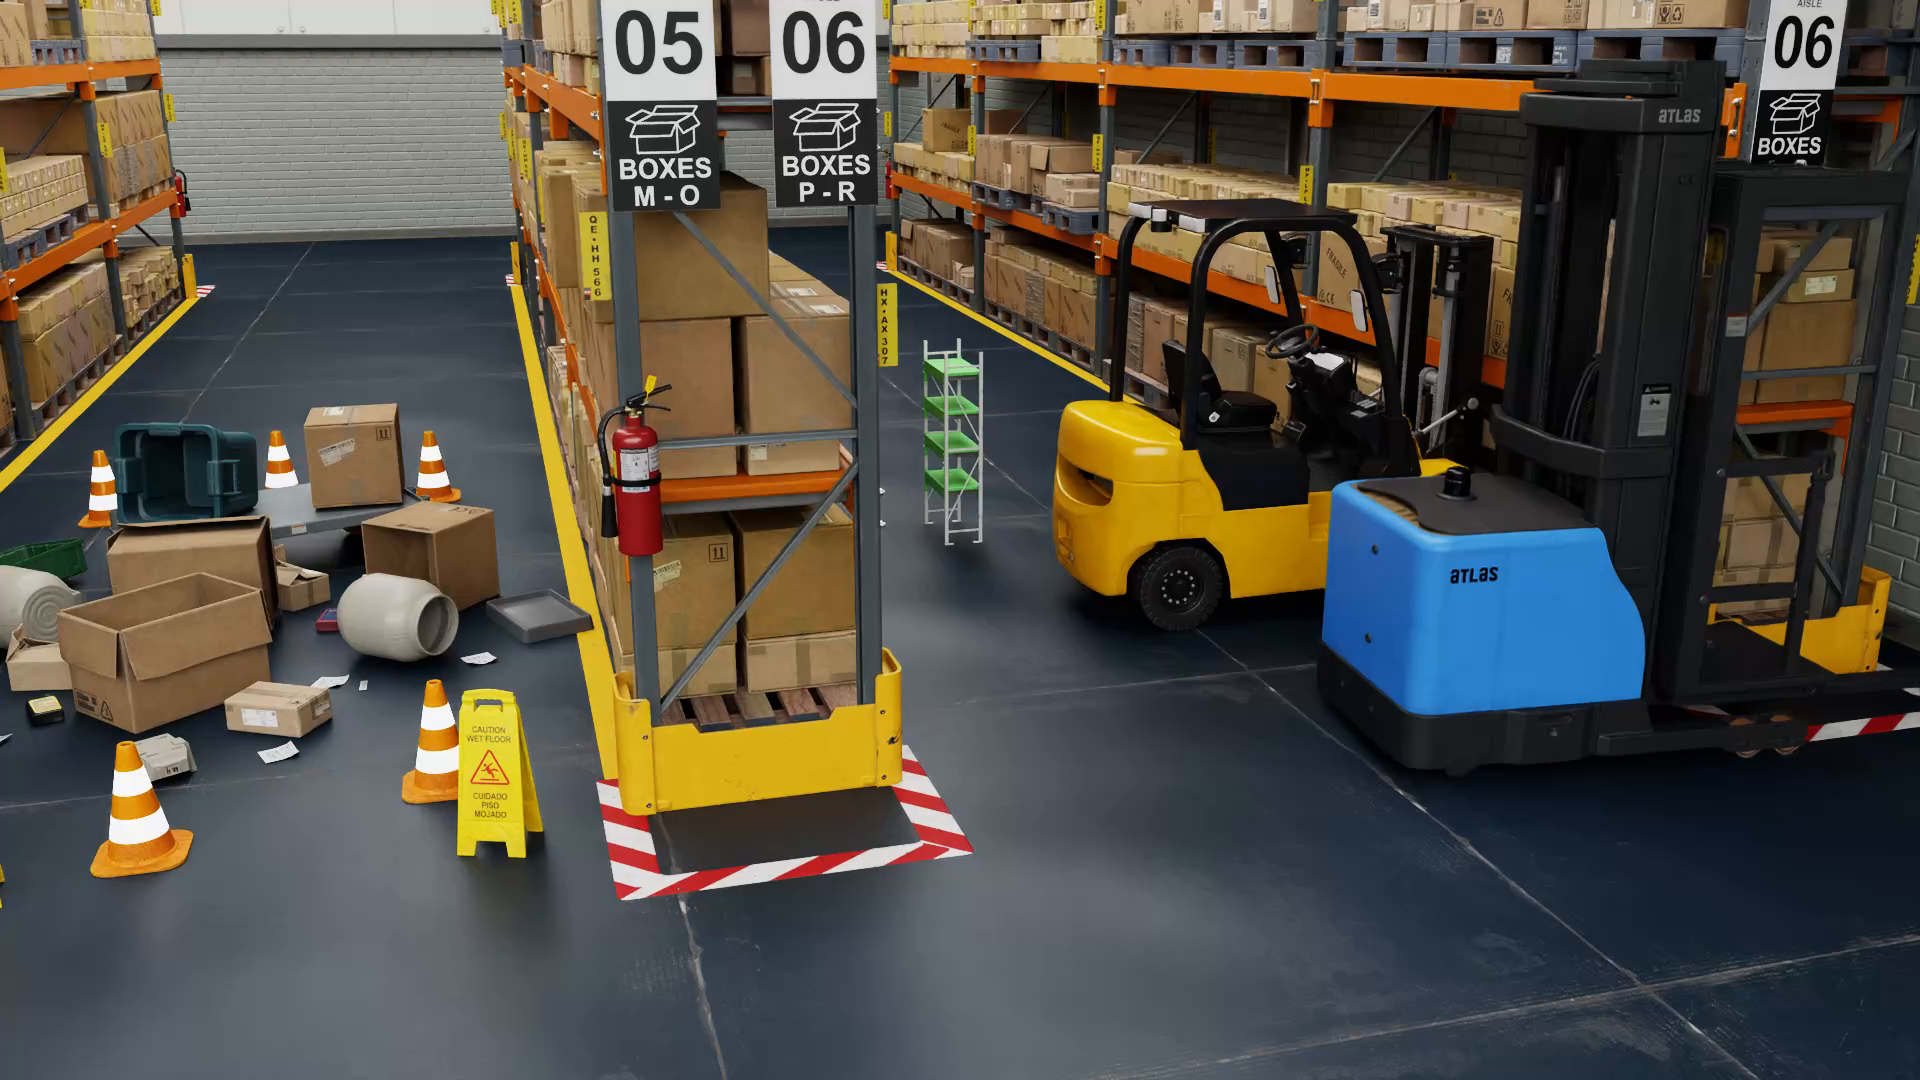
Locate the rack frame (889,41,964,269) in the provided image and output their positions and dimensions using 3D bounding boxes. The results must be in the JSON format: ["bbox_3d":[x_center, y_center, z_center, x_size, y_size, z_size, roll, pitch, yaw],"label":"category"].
[{"bbox_3d":[-0.443,-5.207,22.574,1.000,3.000,0.127,-5,17,-15],"label":"rack frame"}]

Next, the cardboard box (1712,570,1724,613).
[{"bbox_3d":[3.521,0.229,8.525,0.500,0.250,0.500,-5,17,-15],"label":"cardboard box"}]

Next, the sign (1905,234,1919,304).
[{"bbox_3d":[4.489,-1.276,7.845,0.100,0.325,0.005,-5,17,-15],"label":"sign"}]

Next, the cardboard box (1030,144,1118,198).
[{"bbox_3d":[1.129,-3.682,16.586,0.797,0.503,0.637,-5,17,-17],"label":"cardboard box"}]

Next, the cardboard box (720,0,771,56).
[{"bbox_3d":[-0.699,-2.056,6.611,0.500,0.250,0.500,-5,17,-16],"label":"cardboard box"}]

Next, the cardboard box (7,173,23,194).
[{"bbox_3d":[-7.900,-2.906,13.586,0.380,0.149,0.250,-5,18,-18],"label":"cardboard box"}]

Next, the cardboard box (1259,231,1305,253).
[{"bbox_3d":[2.474,-2.171,11.858,0.500,0.250,0.500,-5,17,-16],"label":"cardboard box"}]

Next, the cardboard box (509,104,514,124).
[{"bbox_3d":[-4.921,-4.763,19.183,0.500,0.500,0.500,-5,17,-15],"label":"cardboard box"}]

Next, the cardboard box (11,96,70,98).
[{"bbox_3d":[-9.510,-4.351,17.295,0.500,0.500,0.500,-4,17,-14],"label":"cardboard box"}]

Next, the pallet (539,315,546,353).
[{"bbox_3d":[-3.831,-2.164,17.291,1.003,0.211,1.213,-5,17,-15],"label":"pallet"}]

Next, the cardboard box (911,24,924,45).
[{"bbox_3d":[-0.296,-6.289,20.703,0.500,0.250,0.500,-5,17,-17],"label":"cardboard box"}]

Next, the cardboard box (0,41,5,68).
[{"bbox_3d":[-7.649,-3.845,12.651,0.500,0.500,0.500,-5,17,-15],"label":"cardboard box"}]

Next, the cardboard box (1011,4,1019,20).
[{"bbox_3d":[0.737,-5.340,16.818,0.380,0.149,0.250,-5,17,-15],"label":"cardboard box"}]

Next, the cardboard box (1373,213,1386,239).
[{"bbox_3d":[2.861,-1.996,10.582,0.380,0.149,0.250,-5,17,-15],"label":"cardboard box"}]

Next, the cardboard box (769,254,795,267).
[{"bbox_3d":[-1.115,-1.155,8.393,0.500,0.500,0.500,-5,17,-16],"label":"cardboard box"}]

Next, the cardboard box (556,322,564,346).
[{"bbox_3d":[-3.126,-1.982,14.800,0.875,0.875,0.875,-5,17,-16],"label":"cardboard box"}]

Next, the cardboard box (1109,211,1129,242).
[{"bbox_3d":[1.643,-2.781,14.755,0.500,0.250,0.500,-5,17,-15],"label":"cardboard box"}]

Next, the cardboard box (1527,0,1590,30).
[{"bbox_3d":[3.413,-2.909,8.632,0.700,0.500,0.500,-5,17,-15],"label":"cardboard box"}]

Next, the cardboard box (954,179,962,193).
[{"bbox_3d":[0.139,-4.189,19.621,0.380,0.149,0.250,-4,17,-14],"label":"cardboard box"}]

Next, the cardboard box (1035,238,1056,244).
[{"bbox_3d":[1.035,-3.337,18.833,0.380,0.149,0.250,-5,18,-17],"label":"cardboard box"}]

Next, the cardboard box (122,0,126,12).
[{"bbox_3d":[-9.339,-5.835,18.147,0.380,0.149,0.250,-5,17,-17],"label":"cardboard box"}]

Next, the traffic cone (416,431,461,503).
[{"bbox_3d":[-3.604,-0.512,11.352,0.336,0.463,0.334,-5,17,-15],"label":"traffic cone"}]

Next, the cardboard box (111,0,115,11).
[{"bbox_3d":[-9.094,-5.622,17.437,0.380,0.149,0.250,-5,17,-17],"label":"cardboard box"}]

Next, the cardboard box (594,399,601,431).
[{"bbox_3d":[-1.452,-0.557,7.529,0.380,0.149,0.250,-4,17,-14],"label":"cardboard box"}]

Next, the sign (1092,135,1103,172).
[{"bbox_3d":[1.236,-3.466,14.900,0.100,0.325,0.005,-5,17,-15],"label":"sign"}]

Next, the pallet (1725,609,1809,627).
[{"bbox_3d":[3.704,0.346,8.934,1.003,0.211,1.213,-5,17,-15],"label":"pallet"}]

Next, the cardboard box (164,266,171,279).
[{"bbox_3d":[-9.382,-3.106,19.286,0.380,0.149,0.250,-5,18,-18],"label":"cardboard box"}]

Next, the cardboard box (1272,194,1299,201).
[{"bbox_3d":[2.459,-2.393,11.905,0.380,0.149,0.250,-5,17,-16],"label":"cardboard box"}]

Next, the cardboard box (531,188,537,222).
[{"bbox_3d":[-3.393,-2.882,14.226,0.500,0.250,0.500,-5,17,-15],"label":"cardboard box"}]

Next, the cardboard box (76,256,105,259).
[{"bbox_3d":[-9.844,-3.135,18.866,0.380,0.149,0.250,-6,18,-18],"label":"cardboard box"}]

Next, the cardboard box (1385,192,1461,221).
[{"bbox_3d":[2.867,-2.063,10.288,0.380,0.149,0.250,-4,17,-14],"label":"cardboard box"}]

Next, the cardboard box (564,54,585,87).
[{"bbox_3d":[-1.649,-2.202,7.792,0.380,0.149,0.250,-5,17,-16],"label":"cardboard box"}]

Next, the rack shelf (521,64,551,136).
[{"bbox_3d":[-2.466,-3.140,11.727,1.077,0.370,4.000,-5,17,-15],"label":"rack shelf"}]

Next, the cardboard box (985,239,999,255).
[{"bbox_3d":[0.499,-3.295,18.696,0.380,0.149,0.250,-4,17,-13],"label":"cardboard box"}]

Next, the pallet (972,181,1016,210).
[{"bbox_3d":[0.771,-3.779,18.153,1.003,0.211,1.213,-5,17,-15],"label":"pallet"}]

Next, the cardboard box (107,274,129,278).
[{"bbox_3d":[-8.878,-2.667,17.310,0.380,0.149,0.250,-5,17,-16],"label":"cardboard box"}]

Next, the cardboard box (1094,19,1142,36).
[{"bbox_3d":[1.427,-4.629,15.003,0.380,0.149,0.250,-4,17,-14],"label":"cardboard box"}]

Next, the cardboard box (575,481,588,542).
[{"bbox_3d":[-2.014,-0.194,9.934,0.500,0.250,0.500,-6,18,-18],"label":"cardboard box"}]

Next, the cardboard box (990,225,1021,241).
[{"bbox_3d":[0.557,-3.443,18.669,0.380,0.149,0.250,-5,17,-16],"label":"cardboard box"}]

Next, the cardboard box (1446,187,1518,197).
[{"bbox_3d":[3.348,-2.180,10.676,0.380,0.149,0.250,-5,17,-16],"label":"cardboard box"}]

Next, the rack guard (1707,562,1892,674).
[{"bbox_3d":[3.961,0.422,8.178,1.175,0.500,0.348,-5,17,-15],"label":"rack guard"}]

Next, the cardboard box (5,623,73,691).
[{"bbox_3d":[-4.405,0.564,8.113,0.396,0.266,0.258,-2,17,-6],"label":"cardboard box"}]

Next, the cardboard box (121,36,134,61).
[{"bbox_3d":[-9.131,-5.230,17.696,0.500,0.250,0.500,-4,17,-13],"label":"cardboard box"}]

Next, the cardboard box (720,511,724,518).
[{"bbox_3d":[-0.928,-0.027,8.075,0.500,0.500,0.500,-5,18,-17],"label":"cardboard box"}]

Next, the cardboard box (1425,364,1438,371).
[{"bbox_3d":[3.330,-0.991,10.850,0.500,0.250,0.500,-5,17,-16],"label":"cardboard box"}]

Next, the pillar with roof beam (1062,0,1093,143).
[{"bbox_3d":[-2.808,-6.898,17.772,9.100,9.000,0.400,-5,17,-15],"label":"pillar with roof beam"}]

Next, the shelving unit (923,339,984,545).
[{"bbox_3d":[-0.046,-0.620,10.432,0.258,1.200,0.503,-5,17,-15],"label":"shelving unit"}]

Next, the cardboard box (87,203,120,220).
[{"bbox_3d":[-8.610,-3.272,16.568,0.380,0.149,0.250,-4,17,-13],"label":"cardboard box"}]

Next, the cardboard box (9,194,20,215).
[{"bbox_3d":[-7.840,-2.703,13.426,0.380,0.149,0.250,-5,18,-17],"label":"cardboard box"}]

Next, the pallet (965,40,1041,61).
[{"bbox_3d":[0.768,-5.262,17.867,1.213,0.211,1.003,-5,17,-15],"label":"pallet"}]

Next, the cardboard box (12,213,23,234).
[{"bbox_3d":[-7.825,-2.551,13.437,0.380,0.149,0.250,-4,17,-12],"label":"cardboard box"}]

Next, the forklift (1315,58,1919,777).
[{"bbox_3d":[3.254,-0.598,7.348,3.031,2.935,1.130,-3,17,-11],"label":"forklift"}]

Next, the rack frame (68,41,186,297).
[{"bbox_3d":[-9.946,-4.395,19.868,1.000,3.000,0.127,-5,17,-15],"label":"rack frame"}]

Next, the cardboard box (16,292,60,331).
[{"bbox_3d":[-7.844,-1.895,13.858,0.500,0.250,0.500,-5,17,-16],"label":"cardboard box"}]
